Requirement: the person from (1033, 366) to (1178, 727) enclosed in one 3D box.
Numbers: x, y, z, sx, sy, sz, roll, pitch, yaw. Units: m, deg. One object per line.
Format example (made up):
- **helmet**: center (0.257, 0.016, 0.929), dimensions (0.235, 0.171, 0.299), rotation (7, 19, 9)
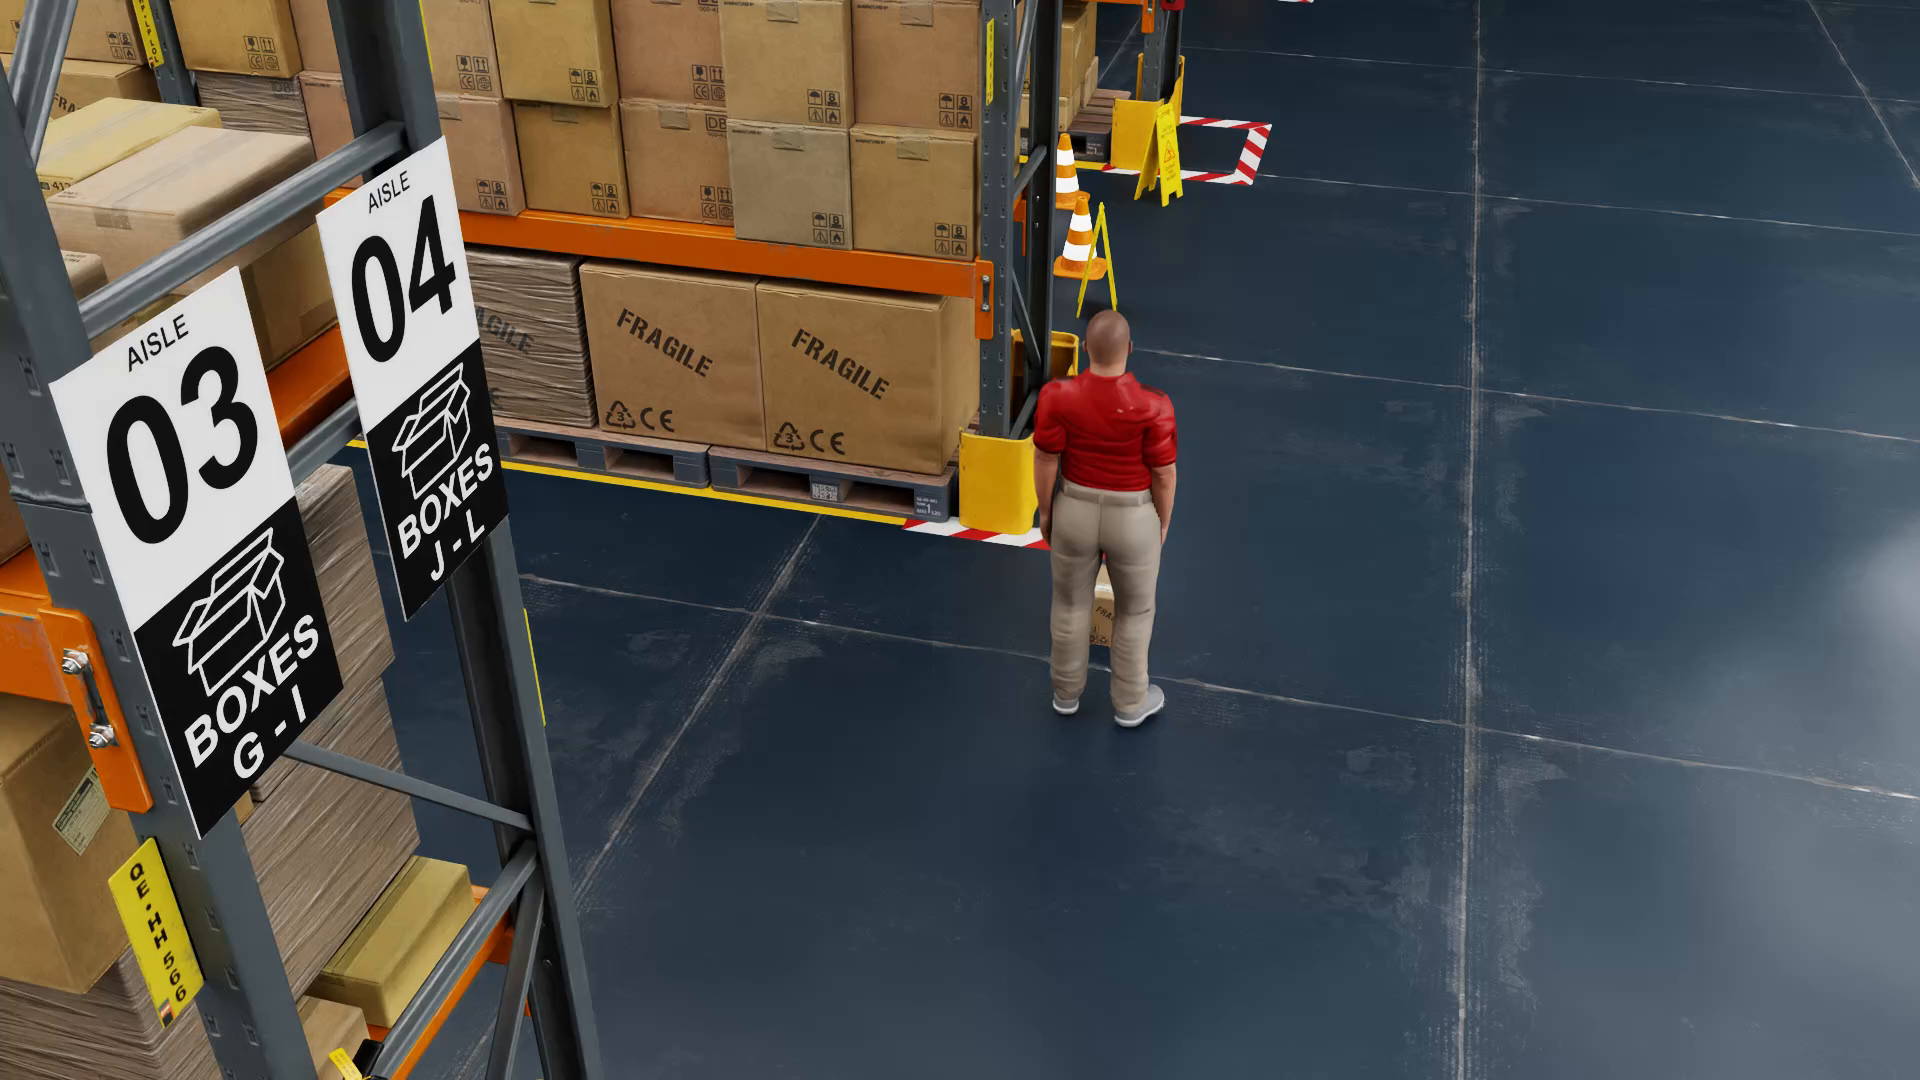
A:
- **person**: center (0.550, 0.013, 6.344), dimensions (0.540, 1.548, 0.363), rotation (9, 34, 13)
